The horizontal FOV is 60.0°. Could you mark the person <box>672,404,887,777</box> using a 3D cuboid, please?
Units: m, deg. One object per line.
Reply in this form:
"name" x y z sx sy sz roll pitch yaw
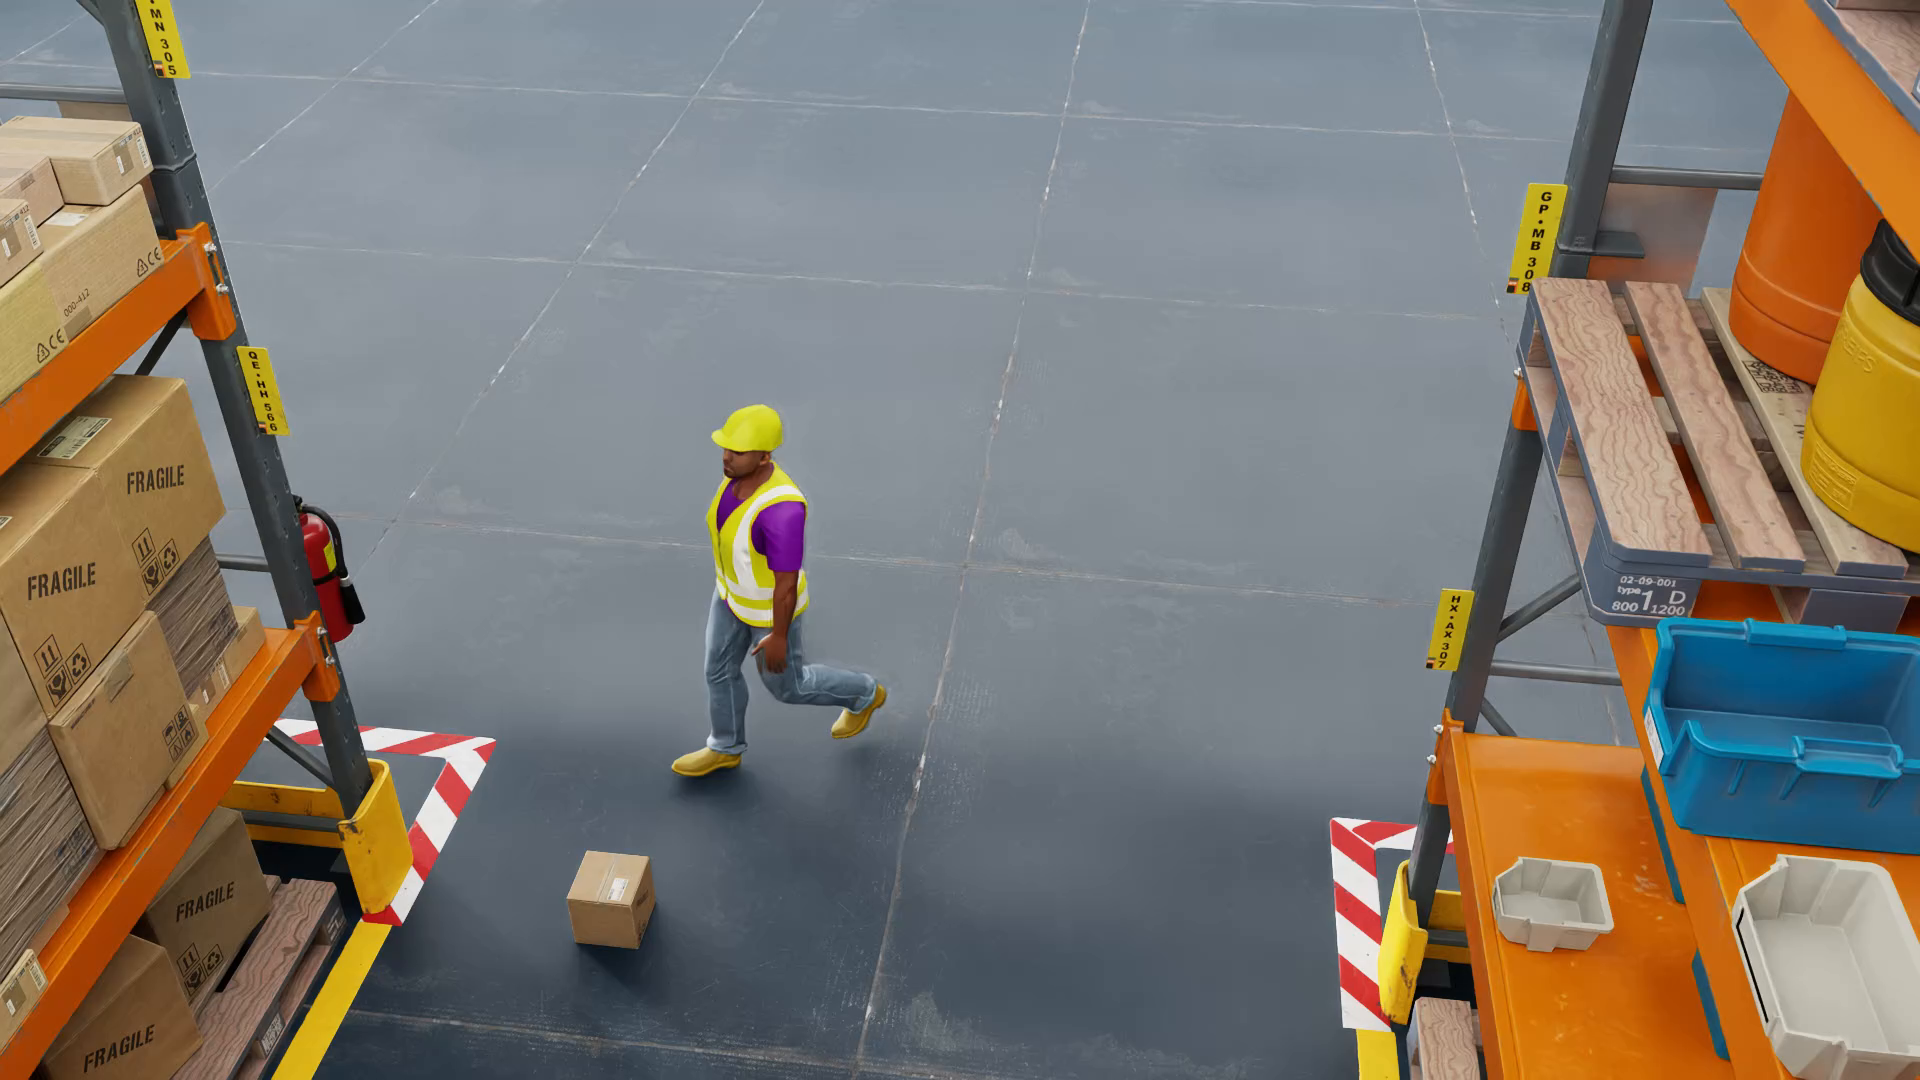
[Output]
"person" -0.791 0.208 6.739 0.930 1.739 0.660 -21 41 -26
